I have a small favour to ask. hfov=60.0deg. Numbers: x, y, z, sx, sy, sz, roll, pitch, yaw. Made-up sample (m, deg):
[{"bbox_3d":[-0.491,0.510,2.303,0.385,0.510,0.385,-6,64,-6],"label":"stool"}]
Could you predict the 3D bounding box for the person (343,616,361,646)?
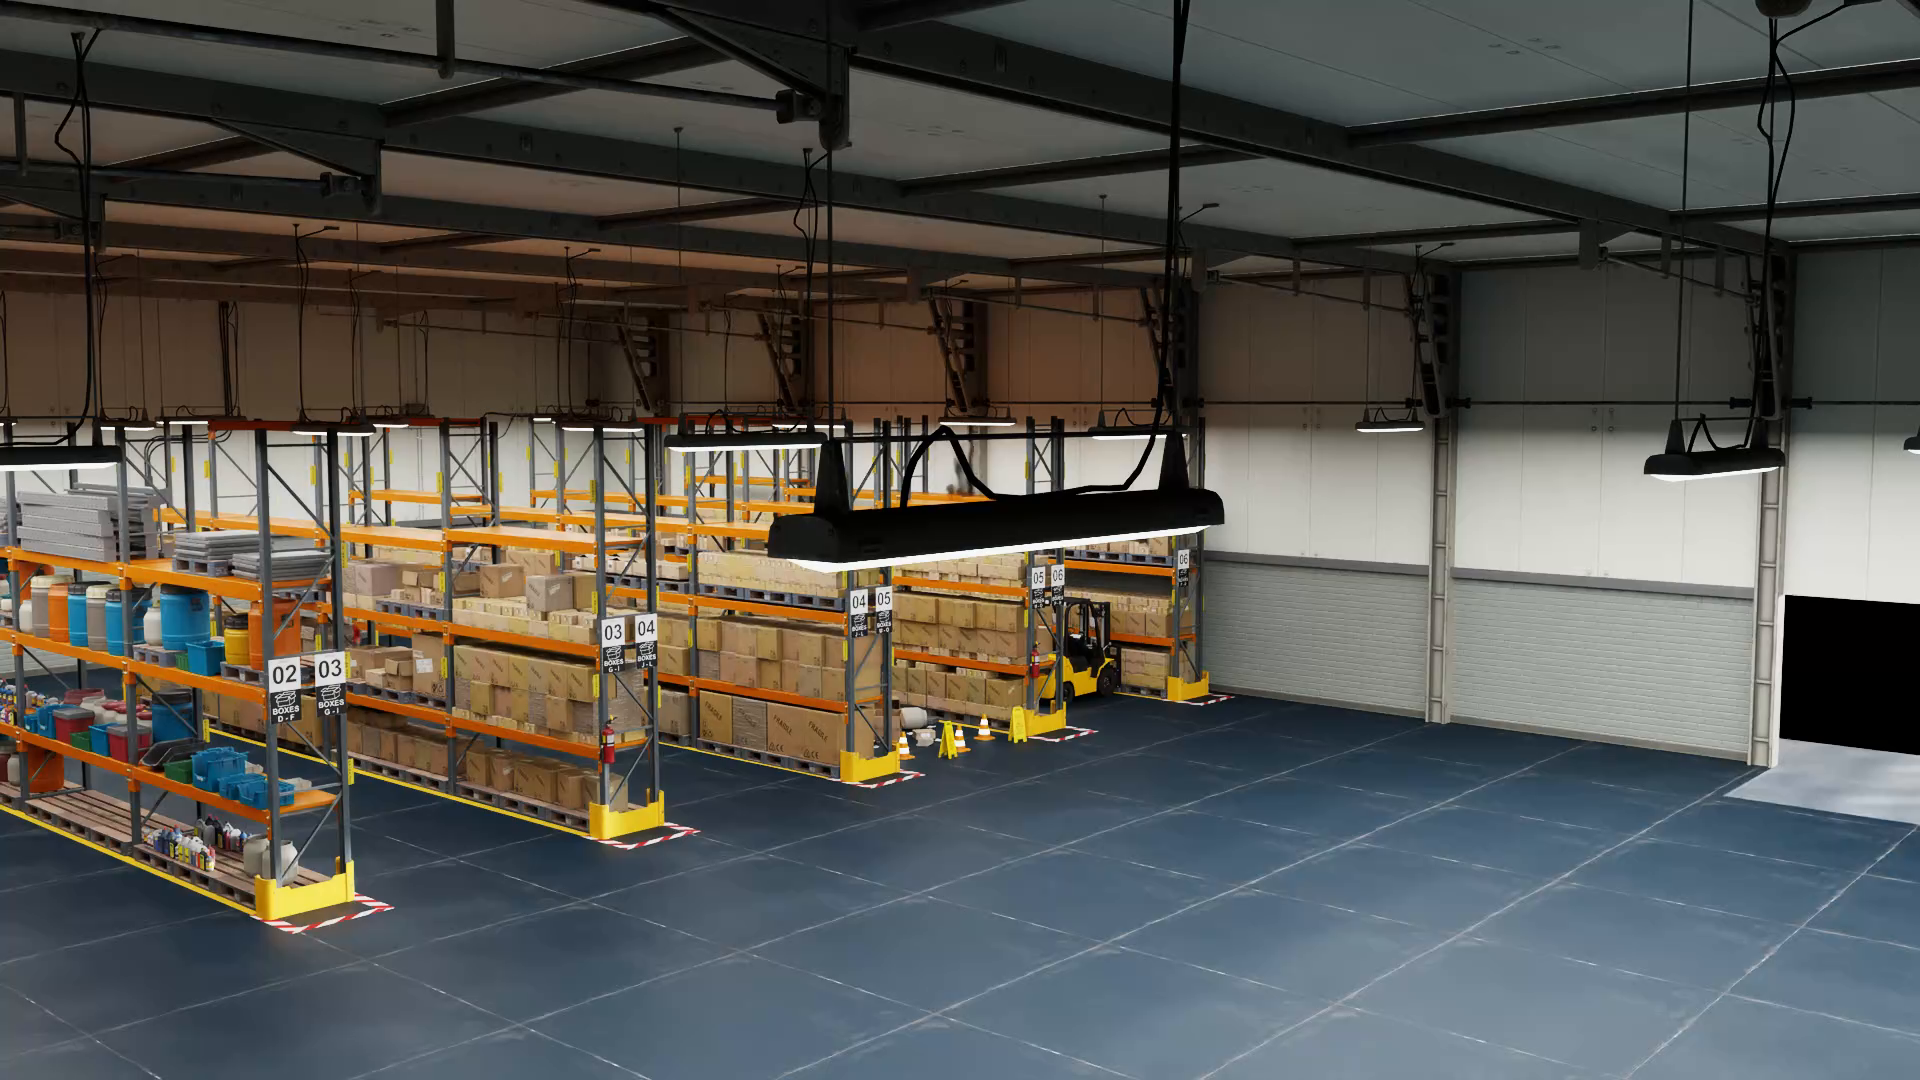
[{"bbox_3d":[-13.369,2.481,36.296,0.649,1.693,0.629,-4,7,-43],"label":"person"}]
